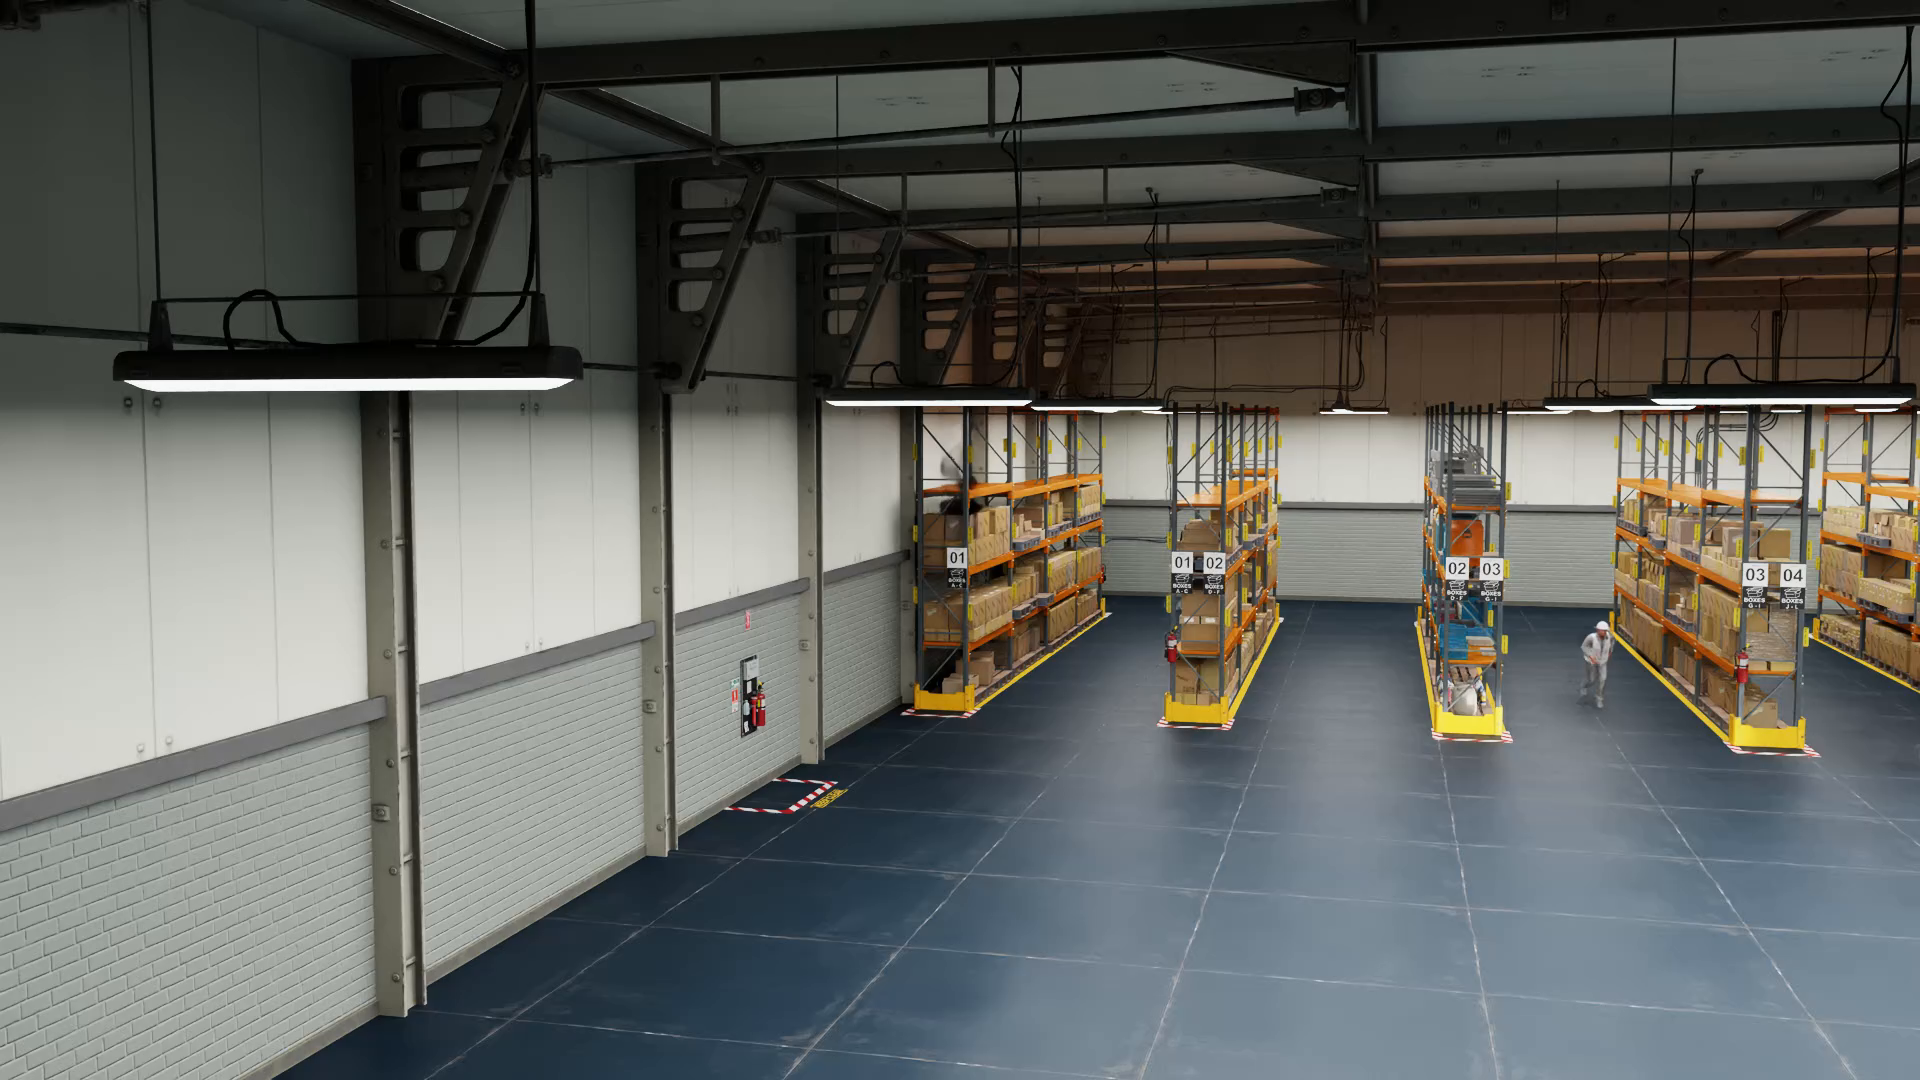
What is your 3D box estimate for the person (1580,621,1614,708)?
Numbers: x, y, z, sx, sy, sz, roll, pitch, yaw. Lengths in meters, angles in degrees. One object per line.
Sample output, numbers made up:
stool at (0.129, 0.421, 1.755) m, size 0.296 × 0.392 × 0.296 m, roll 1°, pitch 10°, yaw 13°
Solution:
person at (12.668, 2.443, 33.167) m, size 0.688 × 1.731 × 1.031 m, roll 0°, pitch 4°, yaw -5°
